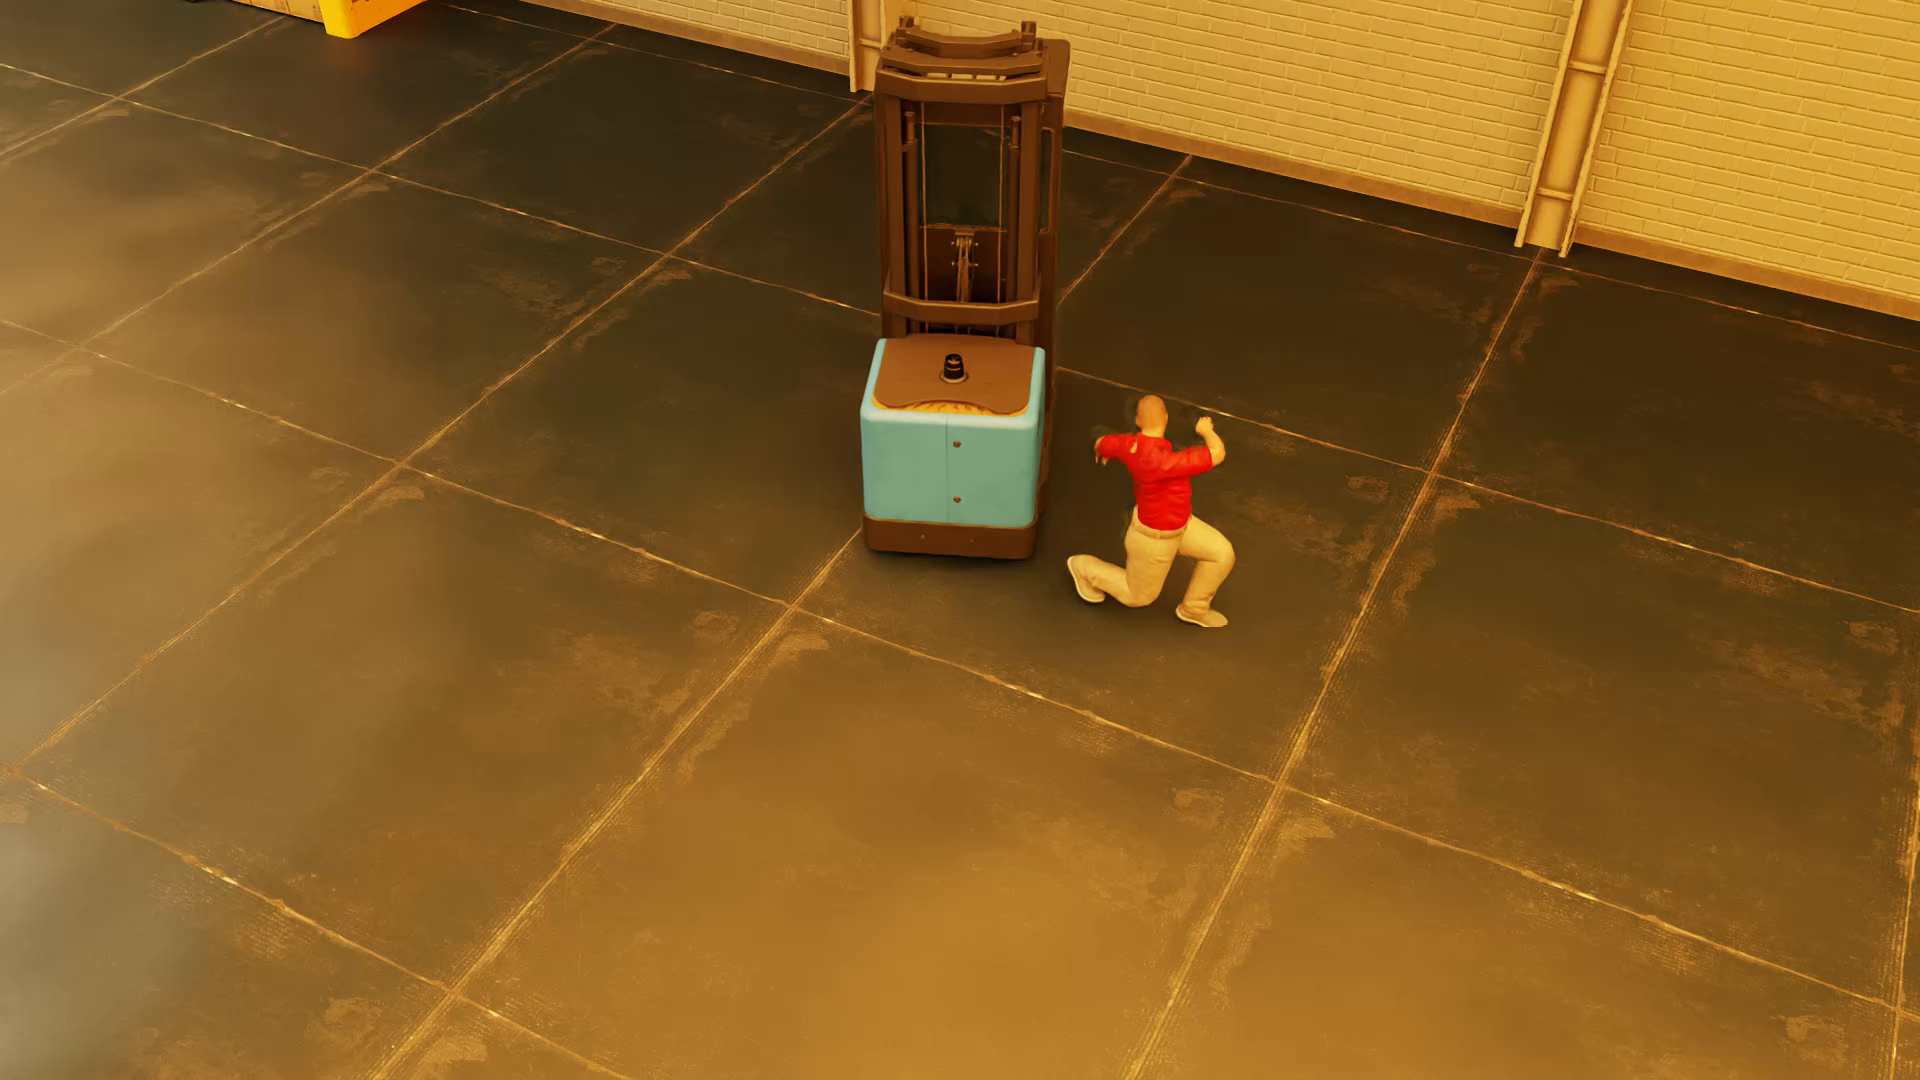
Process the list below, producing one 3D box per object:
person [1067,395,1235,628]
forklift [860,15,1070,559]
[{"bbox_3d":[1.118,-0.224,9.442,0.975,1.480,0.812,8,41,9],"label":"person"},{"bbox_3d":[0.075,-1.946,10.297,1.130,2.935,3.031,4,40,4],"label":"forklift"}]
